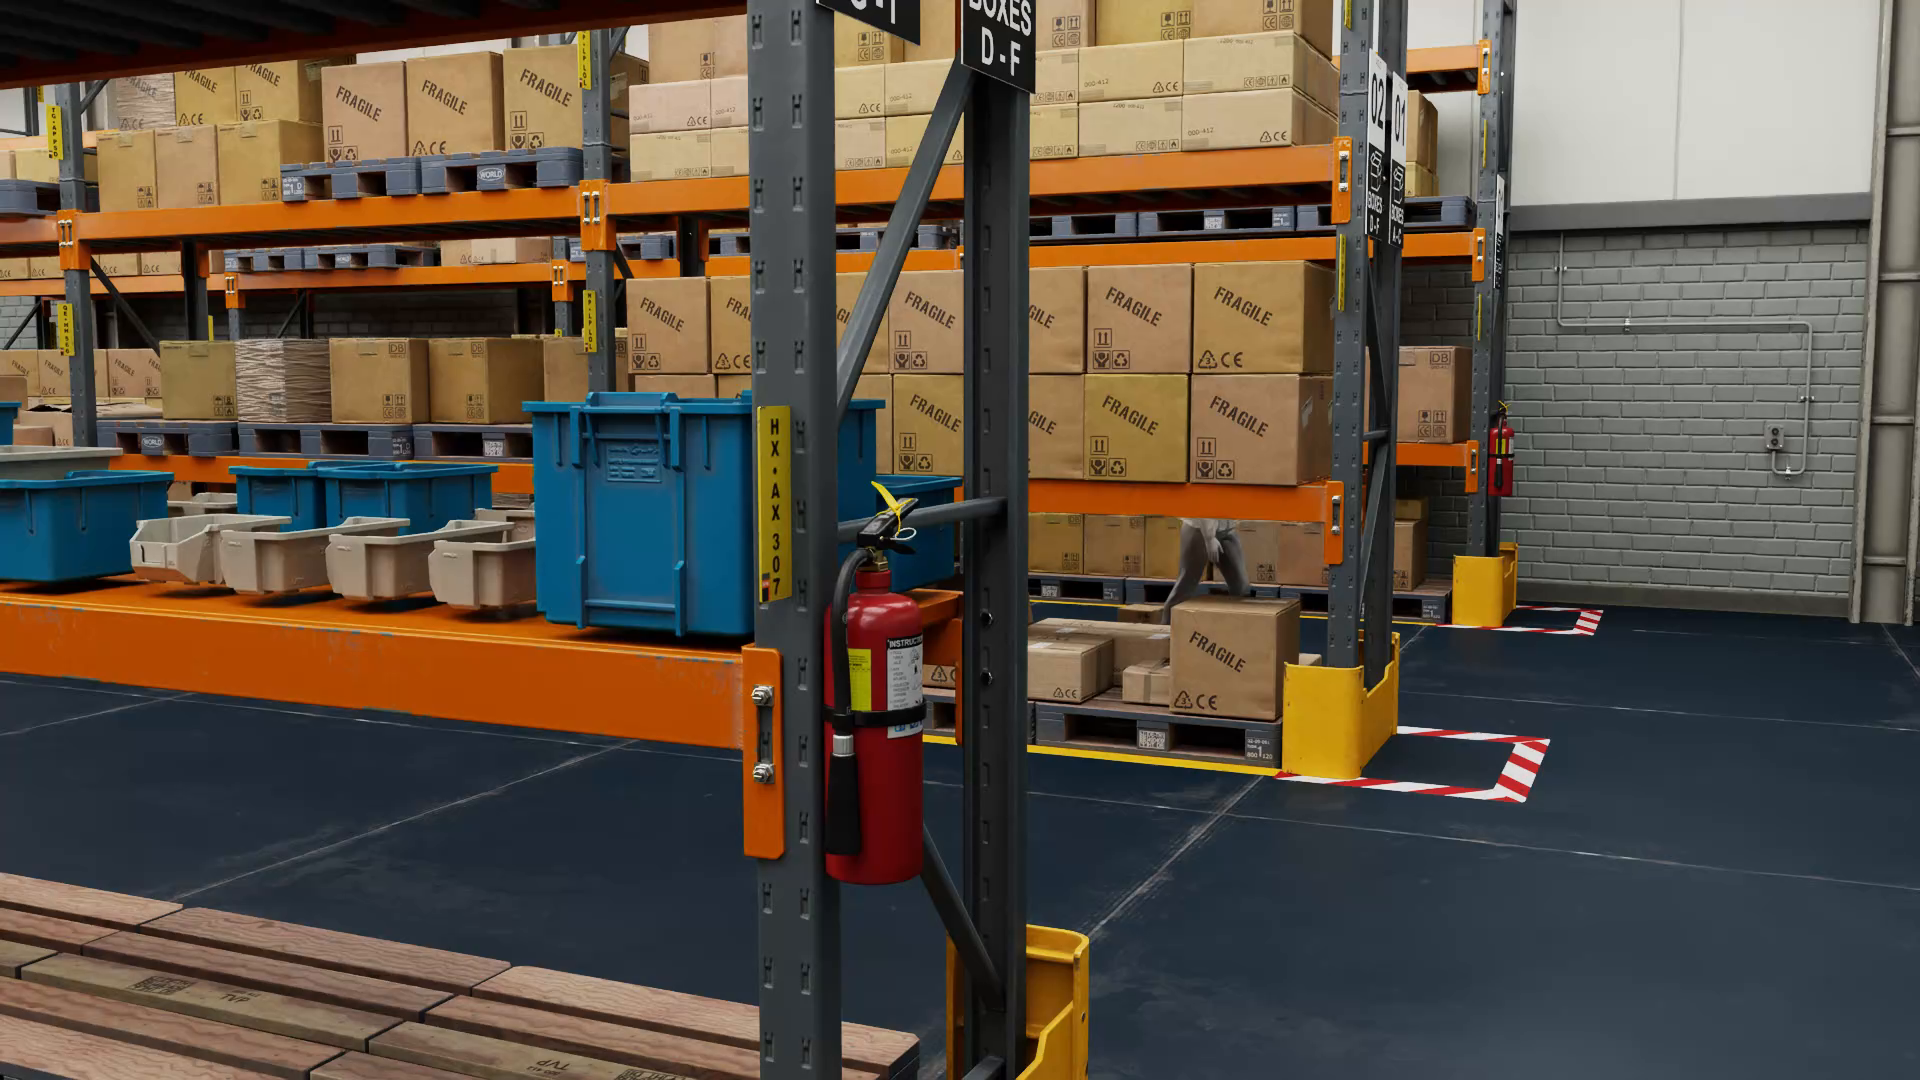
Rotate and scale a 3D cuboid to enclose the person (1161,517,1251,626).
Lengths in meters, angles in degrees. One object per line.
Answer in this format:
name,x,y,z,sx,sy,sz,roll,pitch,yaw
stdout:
person,1.553,-0.041,10.137,0.795,1.672,0.513,5,7,38
